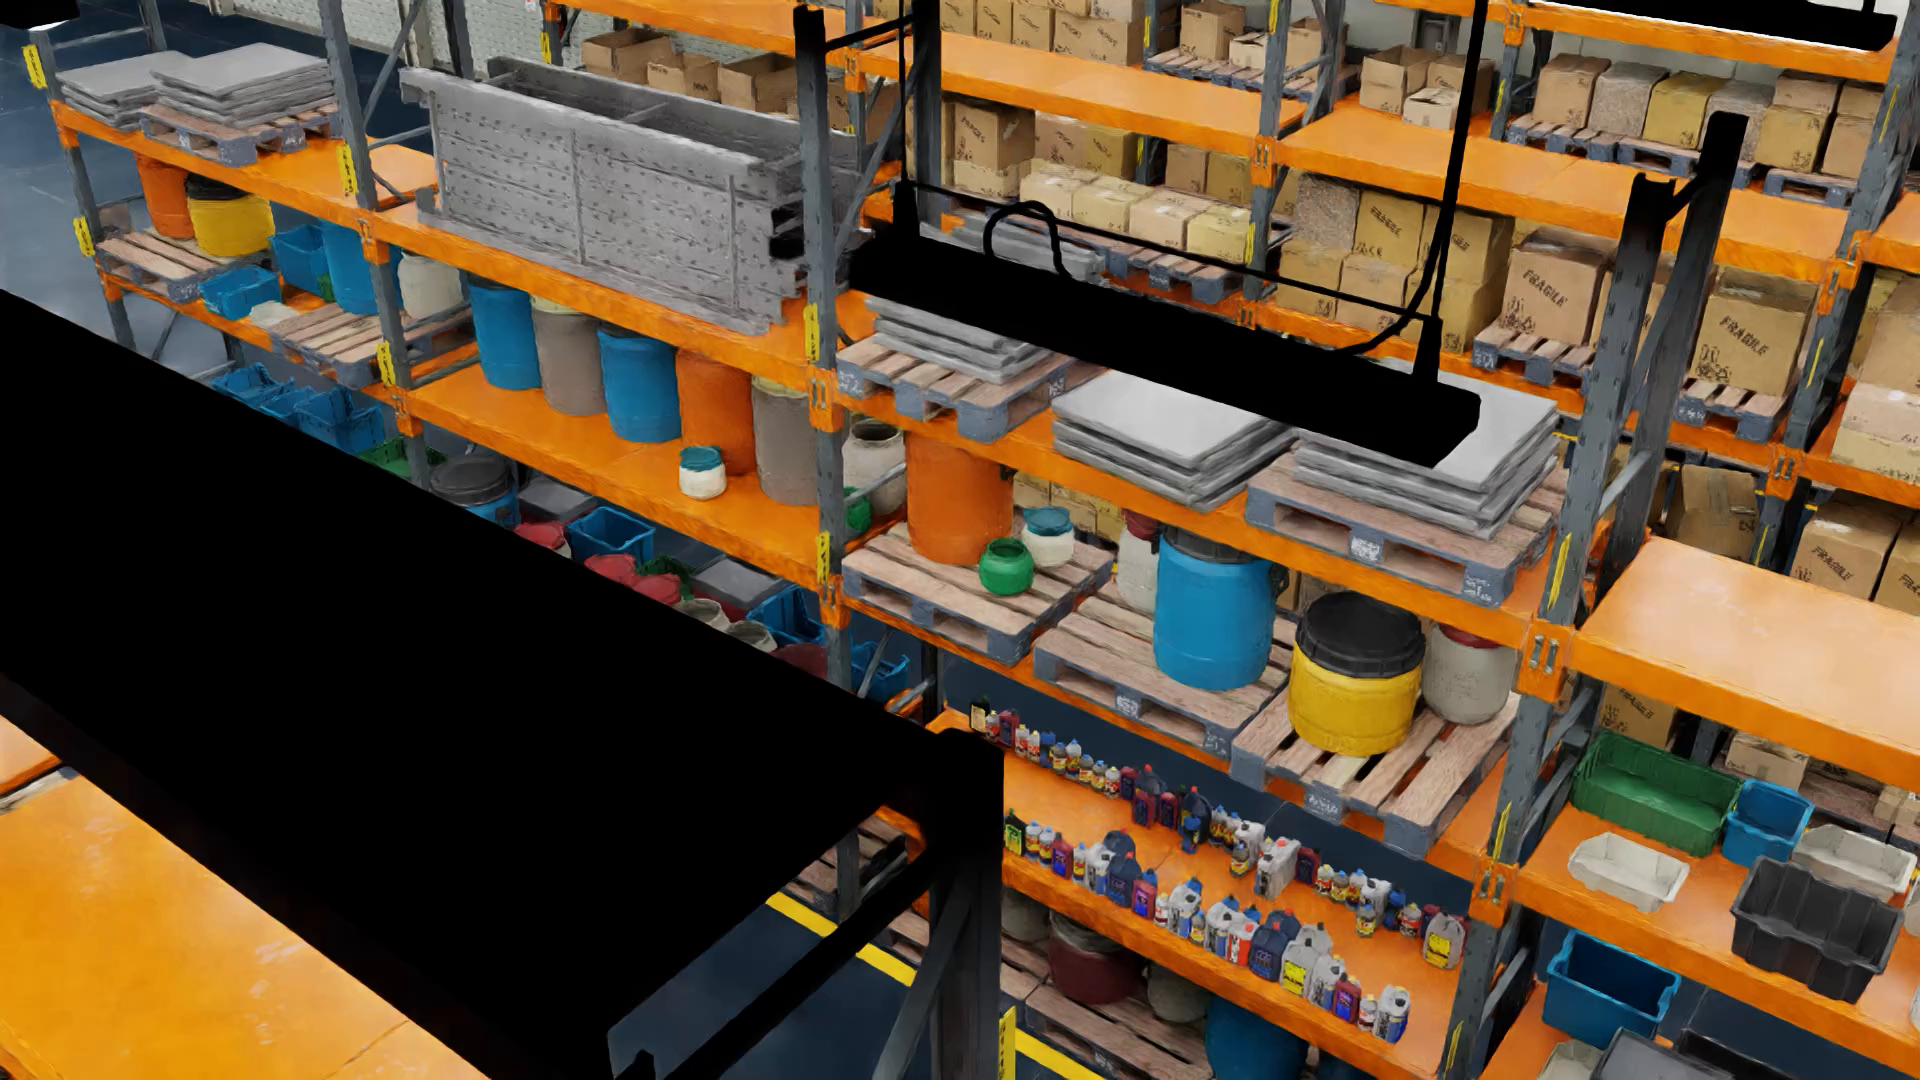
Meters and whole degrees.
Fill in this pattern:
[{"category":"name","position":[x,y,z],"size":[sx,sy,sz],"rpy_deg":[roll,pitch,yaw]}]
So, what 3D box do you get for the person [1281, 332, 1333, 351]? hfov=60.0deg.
[{"category":"person","position":[3.591,-2.260,17.308],"size":[1.171,1.699,0.603],"rpy_deg":[16,35,24]}]
